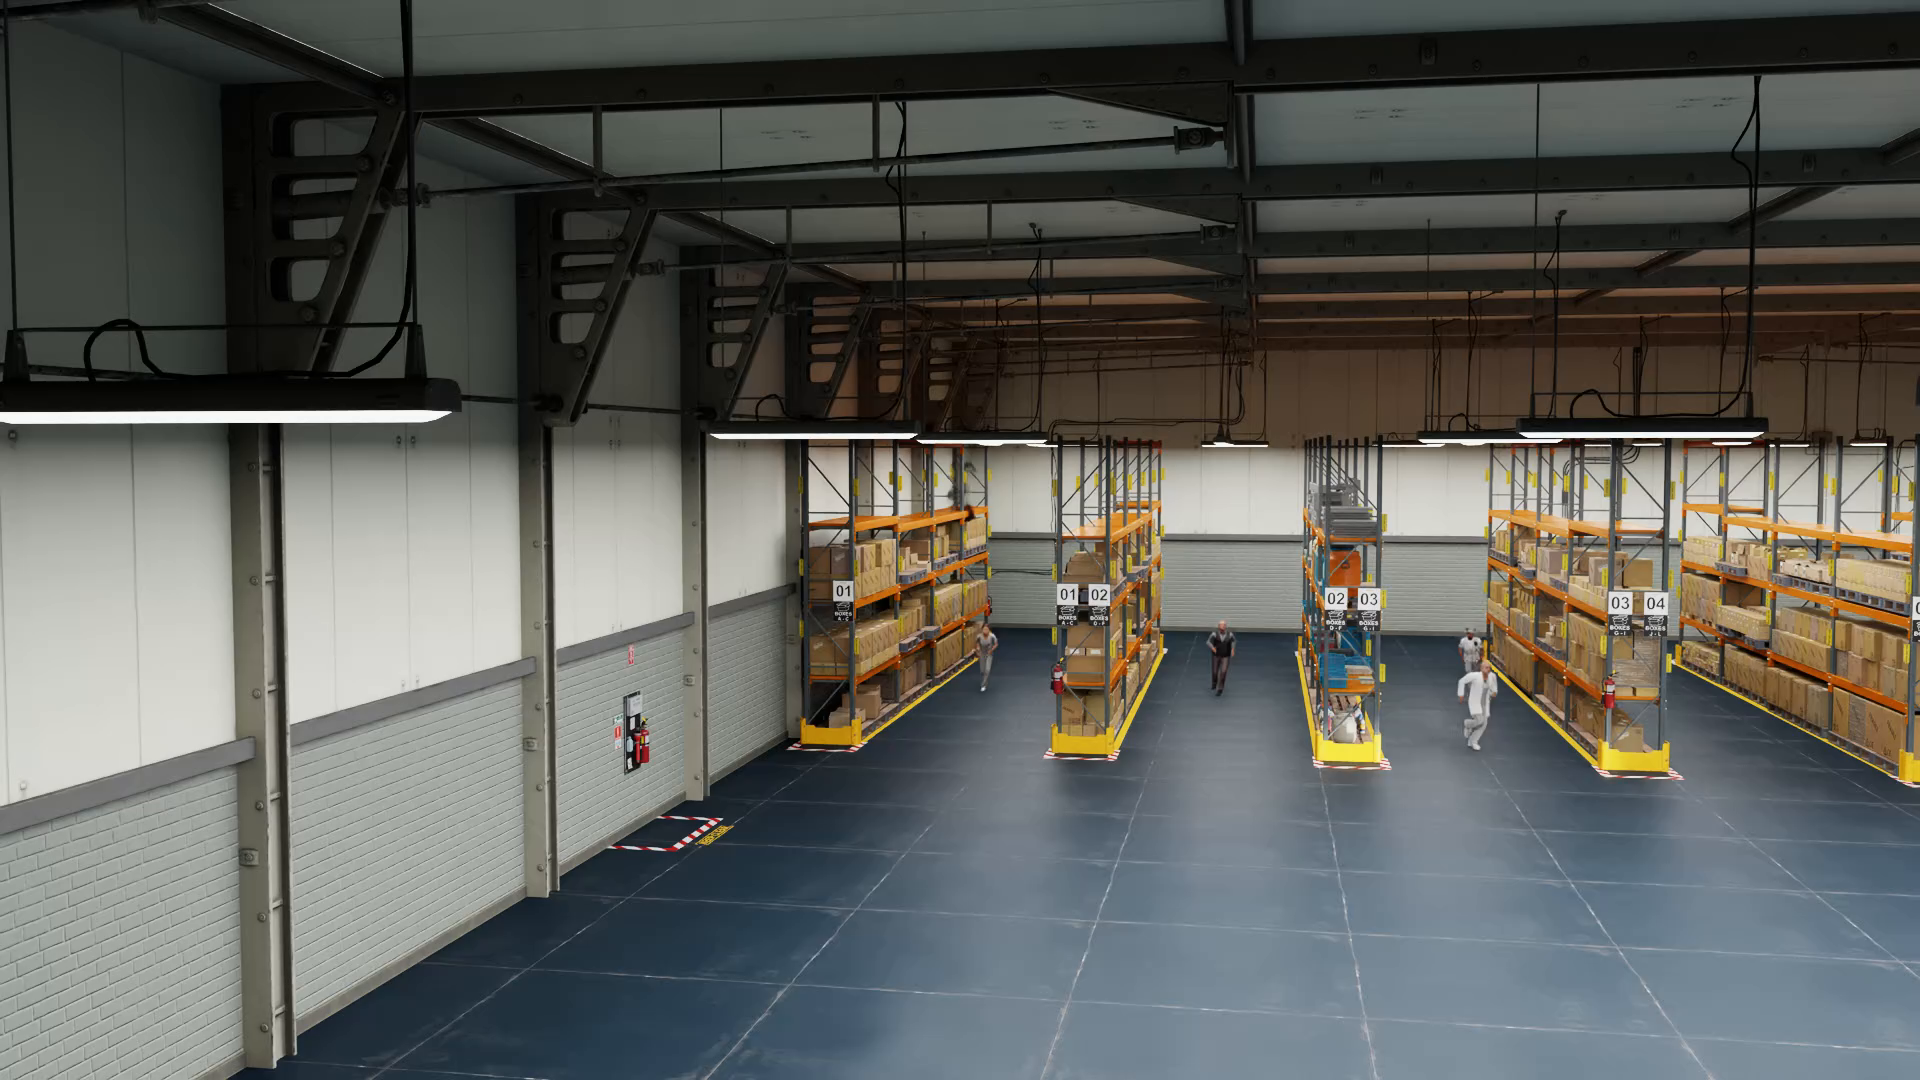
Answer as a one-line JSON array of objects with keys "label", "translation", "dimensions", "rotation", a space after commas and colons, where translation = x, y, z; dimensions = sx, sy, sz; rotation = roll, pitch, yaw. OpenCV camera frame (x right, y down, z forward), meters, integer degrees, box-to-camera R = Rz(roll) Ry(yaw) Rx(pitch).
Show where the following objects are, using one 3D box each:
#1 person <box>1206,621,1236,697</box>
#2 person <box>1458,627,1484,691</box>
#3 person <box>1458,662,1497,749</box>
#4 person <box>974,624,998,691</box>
[{"label": "person", "translation": [6.111, 2.790, 38.899], "dimensions": [0.698, 1.645, 0.976], "rotation": [1, 3, 9]}, {"label": "person", "translation": [11.855, 2.834, 38.583], "dimensions": [0.576, 1.676, 0.884], "rotation": [1, 3, 13]}, {"label": "person", "translation": [9.951, 3.160, 31.852], "dimensions": [0.697, 1.705, 0.778], "rotation": [-1, 3, -19]}, {"label": "person", "translation": [0.620, 2.785, 39.758], "dimensions": [0.556, 1.582, 0.665], "rotation": [0, 3, -1]}]
